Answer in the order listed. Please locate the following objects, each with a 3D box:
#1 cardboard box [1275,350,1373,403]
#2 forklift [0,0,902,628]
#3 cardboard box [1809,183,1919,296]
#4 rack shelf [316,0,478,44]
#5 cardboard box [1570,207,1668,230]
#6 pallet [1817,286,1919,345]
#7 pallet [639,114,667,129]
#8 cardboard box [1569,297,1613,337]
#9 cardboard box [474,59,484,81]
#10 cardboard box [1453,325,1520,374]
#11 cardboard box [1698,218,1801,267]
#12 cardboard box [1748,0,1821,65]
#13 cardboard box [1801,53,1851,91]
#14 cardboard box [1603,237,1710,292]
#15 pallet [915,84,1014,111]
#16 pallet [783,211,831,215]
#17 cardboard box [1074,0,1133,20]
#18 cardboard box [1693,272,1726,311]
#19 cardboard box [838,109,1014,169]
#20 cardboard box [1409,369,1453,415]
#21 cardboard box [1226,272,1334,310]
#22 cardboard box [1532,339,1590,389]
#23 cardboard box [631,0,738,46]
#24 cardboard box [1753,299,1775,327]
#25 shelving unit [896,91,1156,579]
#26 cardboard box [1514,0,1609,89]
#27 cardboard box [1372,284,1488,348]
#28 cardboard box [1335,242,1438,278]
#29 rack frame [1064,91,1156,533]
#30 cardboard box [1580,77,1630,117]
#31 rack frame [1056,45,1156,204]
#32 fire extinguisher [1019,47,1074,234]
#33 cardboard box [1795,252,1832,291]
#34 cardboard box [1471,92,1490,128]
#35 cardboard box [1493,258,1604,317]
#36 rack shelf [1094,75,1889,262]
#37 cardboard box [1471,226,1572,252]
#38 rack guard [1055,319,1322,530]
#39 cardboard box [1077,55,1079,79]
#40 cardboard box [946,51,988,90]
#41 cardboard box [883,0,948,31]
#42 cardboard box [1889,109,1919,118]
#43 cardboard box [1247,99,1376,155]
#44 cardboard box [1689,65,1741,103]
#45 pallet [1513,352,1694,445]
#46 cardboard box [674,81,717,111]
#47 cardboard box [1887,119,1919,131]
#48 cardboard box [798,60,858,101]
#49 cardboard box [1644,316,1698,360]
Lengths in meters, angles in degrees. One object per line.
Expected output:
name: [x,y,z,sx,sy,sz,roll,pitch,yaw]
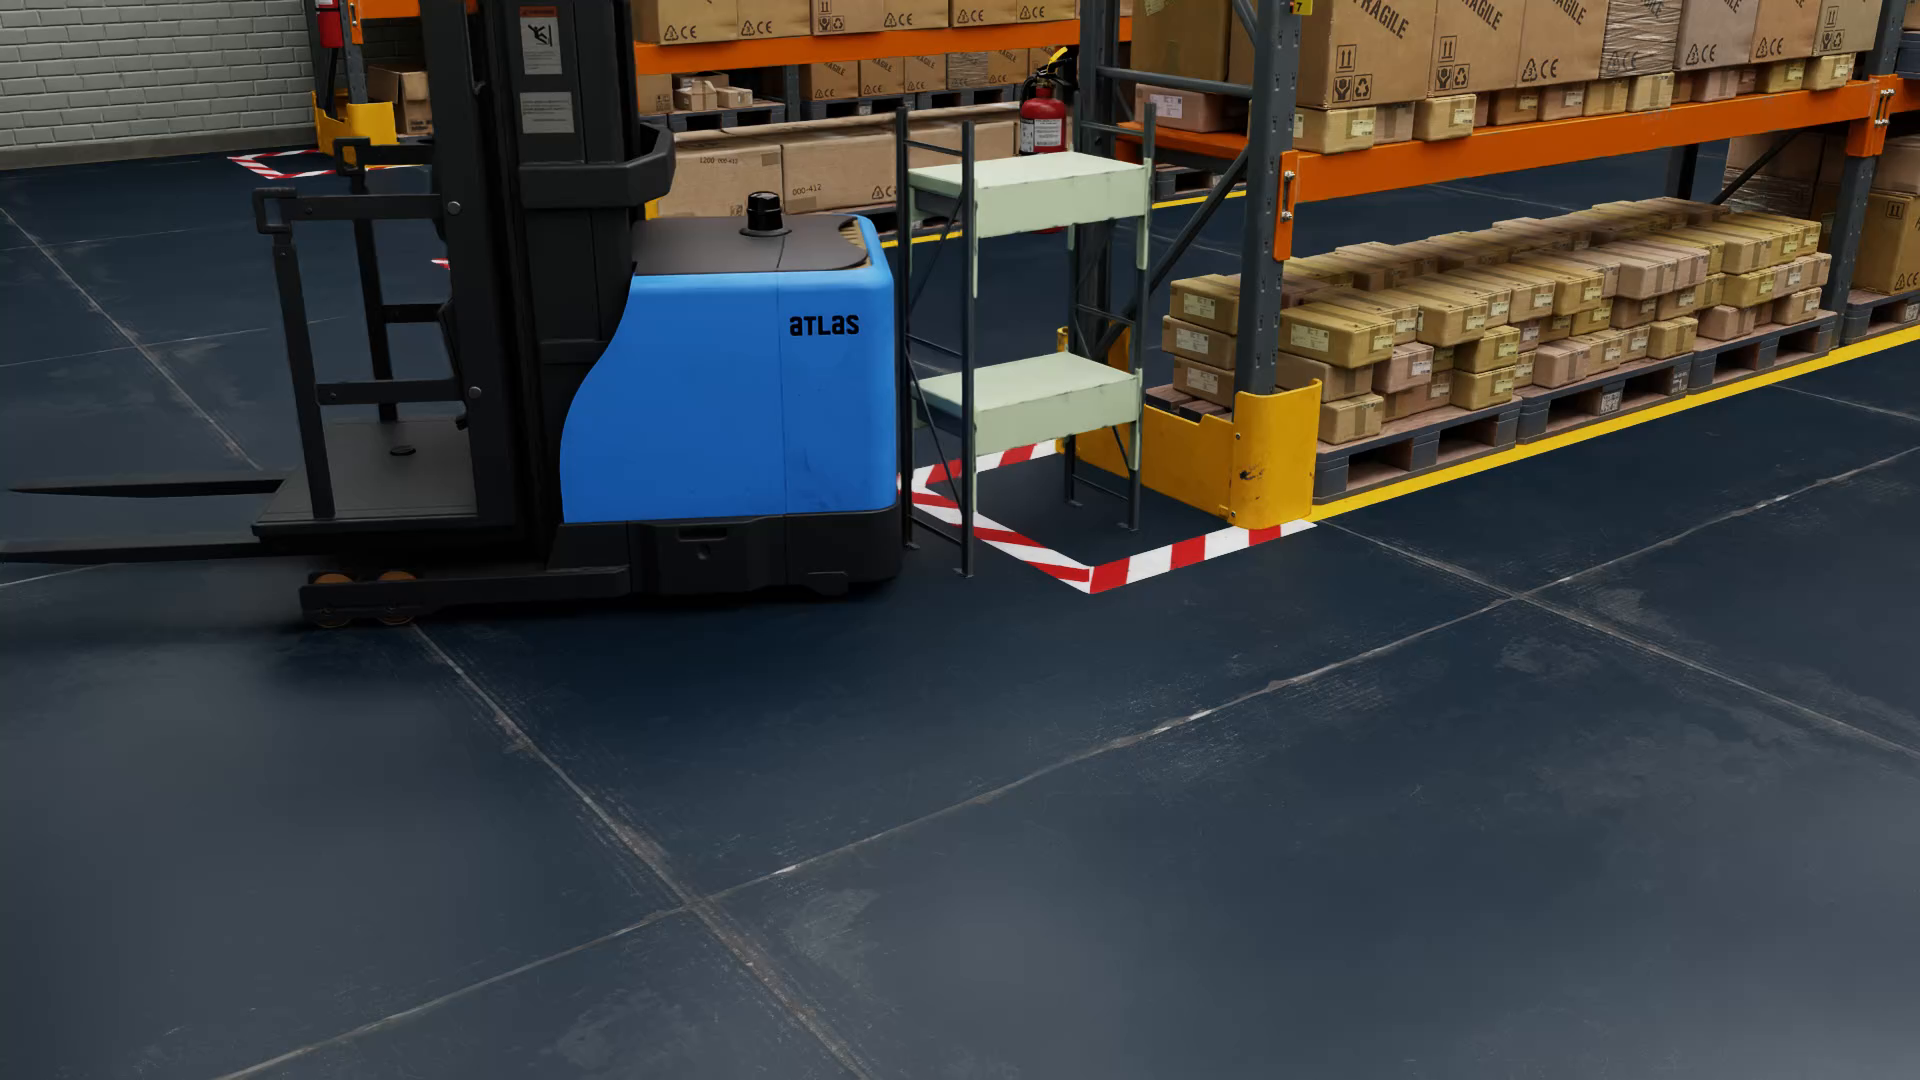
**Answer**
cardboard box: [1.358,-0.661,6.383,0.250,0.149,0.380,-14,26,-31]
forklift: [-1.745,-1.263,5.193,3.031,2.867,1.129,-2,22,-6]
cardboard box: [4.785,-1.595,8.653,0.500,0.500,0.500,-14,26,-31]
rack shelf: [-3.468,-4.674,14.533,4.000,0.370,1.077,-15,26,-33]
cardboard box: [3.195,-1.505,8.097,0.250,0.149,0.380,-15,26,-34]
pallet: [4.661,-1.355,9.007,1.213,0.211,1.003,-15,26,-33]
pallet: [-3.394,-3.732,14.964,1.213,0.211,1.003,-15,26,-33]
cardboard box: [2.613,-1.018,7.279,0.250,0.149,0.380,-14,25,-30]
cardboard box: [-3.823,-3.886,14.394,0.500,0.500,0.700,-14,26,-31]
cardboard box: [2.032,-0.805,6.746,0.250,0.149,0.380,-14,26,-31]
cardboard box: [3.709,-1.406,7.849,0.250,0.149,0.380,-15,26,-32]
cardboard box: [3.380,-2.364,7.237,0.500,0.500,0.500,-16,27,-34]
cardboard box: [3.790,-2.144,7.560,0.250,0.149,0.380,-16,27,-34]
cardboard box: [3.089,-1.231,7.410,0.250,0.149,0.380,-16,27,-35]
pallet: [-0.215,-4.599,17.136,1.213,0.211,1.003,-15,26,-33]
pallet: [-1.586,-1.984,10.584,1.213,0.211,1.003,-15,26,-33]
cardboard box: [0.830,-3.818,11.281,0.500,0.500,0.500,-15,26,-32]
cardboard box: [3.280,-1.176,7.675,0.250,0.149,0.380,-15,26,-32]
cardboard box: [-0.241,-2.656,11.395,0.875,0.438,0.875,-16,27,-34]
cardboard box: [1.758,-0.640,6.734,0.250,0.149,0.380,-15,26,-32]
cardboard box: [1.302,-0.990,6.808,0.250,0.149,0.380,-14,26,-32]
cardboard box: [2.434,-0.774,7.070,0.250,0.149,0.380,-16,27,-35]
cardboard box: [-1.632,-3.147,9.600,0.500,0.500,0.500,-15,26,-33]
cardboard box: [3.651,-1.134,7.970,0.250,0.149,0.380,-14,26,-31]
shelving unit: [0.218,-0.706,5.643,0.755,1.500,0.431,-15,26,-33]
cardboard box: [2.134,-2.040,6.424,0.500,0.500,0.500,-15,26,-32]
cardboard box: [1.840,-0.886,6.546,0.250,0.149,0.380,-15,26,-33]
cardboard box: [1.871,-1.197,7.325,0.250,0.149,0.380,-14,26,-31]
rack frame: [0.516,-0.785,5.840,0.023,1.500,0.400,-15,26,-33]
cardboard box: [2.474,-1.823,6.757,0.250,0.149,0.380,-14,26,-31]
rack frame: [1.057,-3.948,11.744,0.127,3.000,1.000,-15,26,-33]
fire extinguisher: [0.309,-1.490,6.192,0.183,0.674,0.296,-15,26,-33]
cardboard box: [3.960,-1.326,8.052,0.250,0.149,0.380,-14,26,-32]
cardboard box: [1.800,-1.677,6.391,0.250,0.149,0.380,-14,25,-30]
cardboard box: [2.464,-1.065,6.994,0.250,0.149,0.380,-14,26,-32]
rack shelf: [2.407,-1.714,7.115,4.000,0.370,1.077,-15,26,-33]
cardboard box: [2.569,-1.327,7.652,0.250,0.149,0.380,-16,27,-35]
rack guard: [0.845,-0.471,6.401,0.348,0.500,1.175,-15,26,-33]
cardboard box: [1.185,-5.185,17.648,0.500,0.500,0.500,-14,26,-31]
cardboard box: [-0.062,-4.847,16.803,0.500,0.500,0.500,-16,27,-35]
cardboard box: [-0.418,-3.483,10.442,0.500,0.500,0.500,-14,26,-31]
cardboard box: [5.333,-2.327,9.474,0.500,0.250,0.500,-16,27,-35]
cardboard box: [1.238,-1.470,5.872,0.250,0.149,0.380,-15,26,-33]
cardboard box: [3.111,-1.988,7.169,0.250,0.149,0.380,-16,27,-35]
pallet: [2.514,-0.764,7.527,1.213,0.211,1.003,-15,26,-33]
cardboard box: [-2.415,-4.080,15.196,0.258,0.266,0.396,-14,26,-31]
cardboard box: [5.215,-2.060,8.805,0.500,0.250,0.500,-14,26,-31]
cardboard box: [-1.321,-4.512,15.962,0.500,0.500,0.500,-14,25,-31]
cardboard box: [3.071,-0.941,7.486,0.250,0.149,0.380,-15,26,-33]
